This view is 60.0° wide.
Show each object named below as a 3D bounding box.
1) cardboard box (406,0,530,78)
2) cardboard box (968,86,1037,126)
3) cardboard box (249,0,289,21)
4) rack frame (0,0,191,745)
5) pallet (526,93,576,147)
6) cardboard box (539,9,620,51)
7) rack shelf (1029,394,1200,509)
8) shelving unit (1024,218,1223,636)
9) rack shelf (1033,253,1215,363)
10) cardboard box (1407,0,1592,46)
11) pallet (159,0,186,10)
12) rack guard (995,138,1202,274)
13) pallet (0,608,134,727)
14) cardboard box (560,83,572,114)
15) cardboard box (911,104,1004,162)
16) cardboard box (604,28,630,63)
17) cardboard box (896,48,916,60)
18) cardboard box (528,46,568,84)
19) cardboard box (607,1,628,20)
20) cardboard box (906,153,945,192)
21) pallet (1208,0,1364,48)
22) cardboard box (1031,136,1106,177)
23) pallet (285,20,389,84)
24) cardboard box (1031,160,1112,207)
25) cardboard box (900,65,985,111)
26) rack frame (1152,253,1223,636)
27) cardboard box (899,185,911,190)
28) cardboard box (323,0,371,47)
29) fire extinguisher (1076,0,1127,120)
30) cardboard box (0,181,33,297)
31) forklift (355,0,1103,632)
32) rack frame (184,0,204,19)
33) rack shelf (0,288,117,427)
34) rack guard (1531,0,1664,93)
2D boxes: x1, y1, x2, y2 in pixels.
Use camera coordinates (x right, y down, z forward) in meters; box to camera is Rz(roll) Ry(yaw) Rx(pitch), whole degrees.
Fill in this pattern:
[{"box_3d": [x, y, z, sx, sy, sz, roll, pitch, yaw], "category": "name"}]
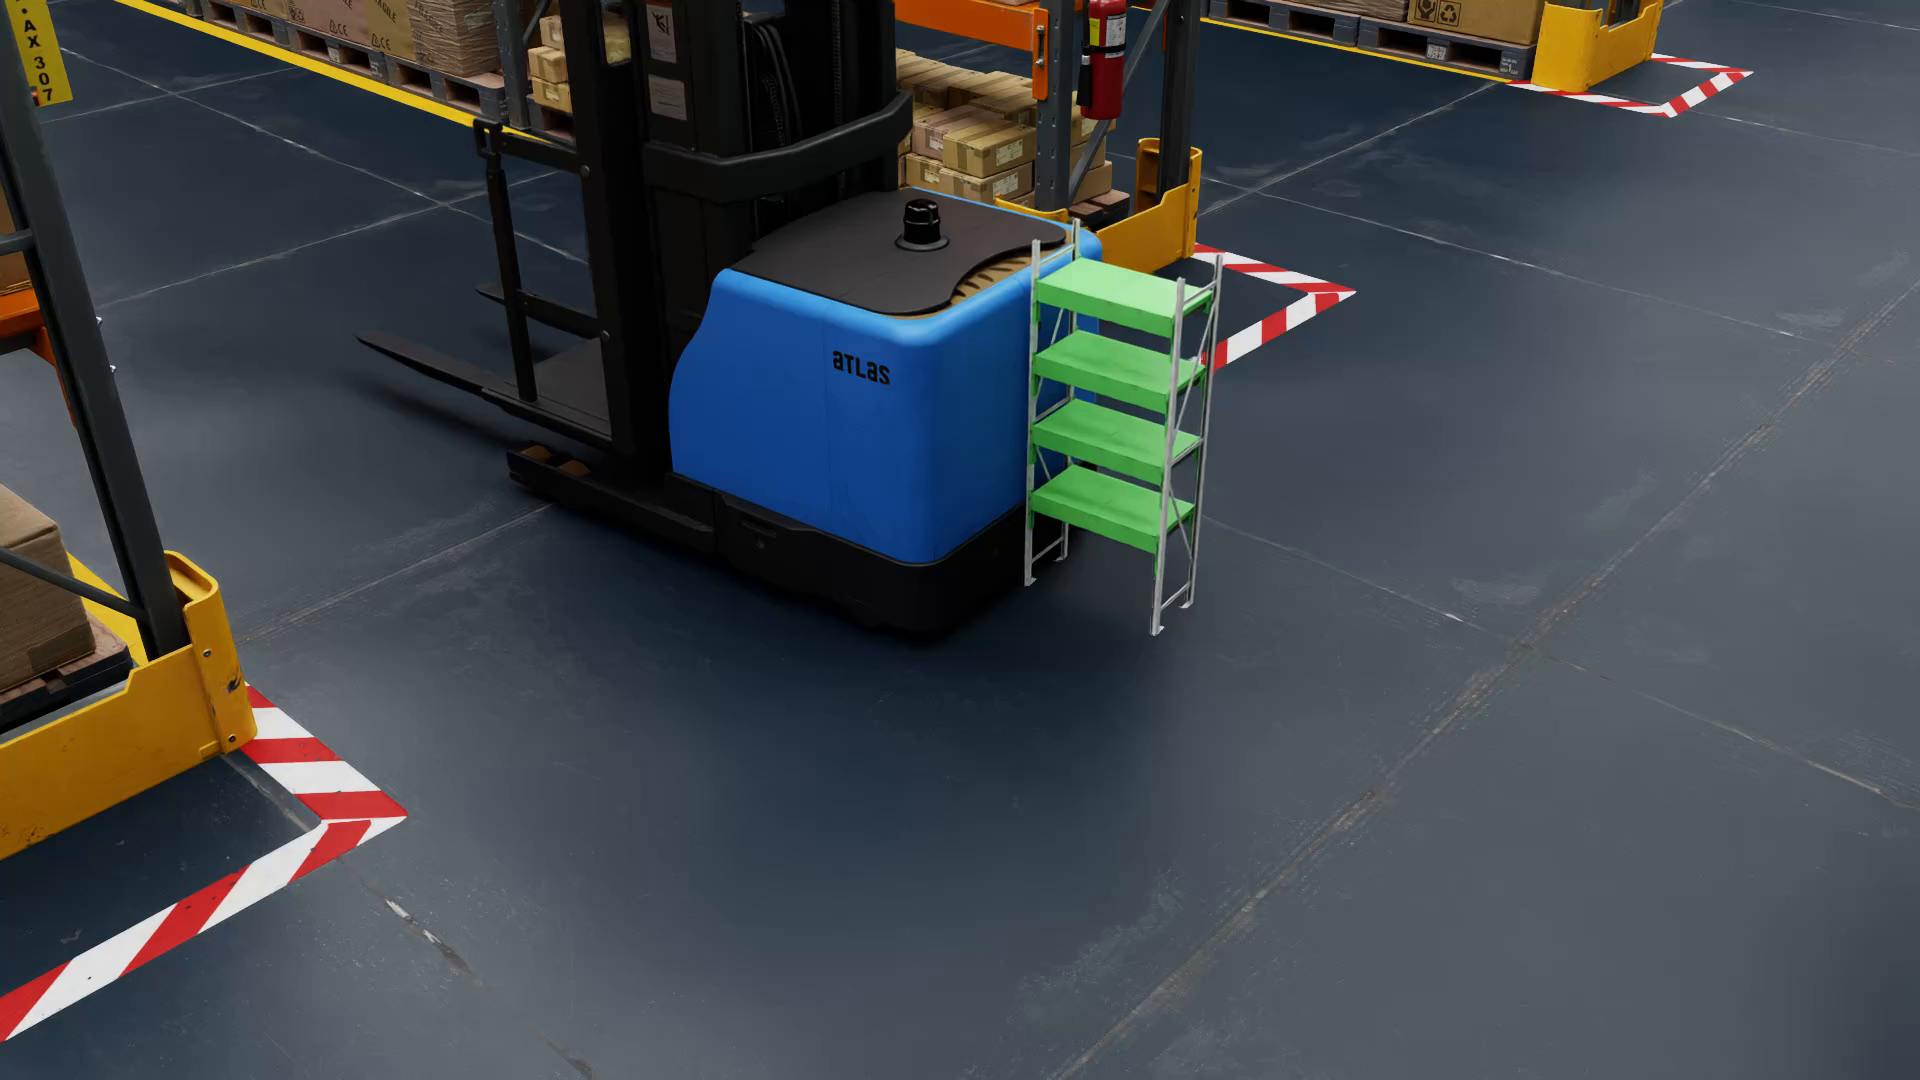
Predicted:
[{"box_3d": [-2.983, -3.147, 10.086, 0.500, 0.500, 0.500, 24, 39, 34], "category": "cardboard box"}, {"box_3d": [0.255, -2.068, 8.057, 0.250, 0.149, 0.380, 26, 40, 36], "category": "cardboard box"}, {"box_3d": [-4.502, -3.857, 11.264, 0.500, 0.500, 0.500, 26, 39, 36], "category": "cardboard box"}, {"box_3d": [-2.546, -0.566, 3.782, 0.127, 3.000, 1.000, 25, 39, 35], "category": "rack frame"}, {"box_3d": [-1.743, -2.465, 9.639, 1.213, 0.211, 1.003, 25, 39, 35], "category": "pallet"}, {"box_3d": [-2.148, -2.893, 9.428, 0.250, 0.149, 0.380, 27, 40, 37], "category": "cardboard box"}, {"box_3d": [0.485, -0.281, 5.178, 0.480, 0.148, 0.258, 21, 37, 30], "category": "rack shelf"}, {"box_3d": [0.485, -0.336, 5.145, 0.503, 1.200, 0.258, 21, 37, 30], "category": "shelving unit"}, {"box_3d": [0.485, -0.693, 4.930, 0.480, 0.148, 0.258, 21, 37, 30], "category": "rack shelf"}, {"box_3d": [3.576, -3.816, 10.834, 0.875, 0.875, 0.875, 25, 39, 35], "category": "cardboard box"}, {"box_3d": [-5.764, -4.370, 12.804, 1.213, 0.211, 1.003, 25, 39, 35], "category": "pallet"}, {"box_3d": [0.645, -1.449, 7.673, 0.348, 0.500, 1.175, 25, 39, 35], "category": "rack guard"}, {"box_3d": [-3.191, 0.382, 4.911, 1.213, 0.211, 1.003, 25, 39, 35], "category": "pallet"}, {"box_3d": [-2.013, -2.496, 9.344, 0.250, 0.149, 0.380, 26, 40, 36], "category": "cardboard box"}, {"box_3d": [-0.009, -1.902, 7.782, 0.250, 0.149, 0.380, 26, 40, 36], "category": "cardboard box"}, {"box_3d": [-1.763, -2.706, 9.118, 0.250, 0.149, 0.380, 24, 39, 34], "category": "cardboard box"}, {"box_3d": [-0.449, -2.466, 8.719, 0.250, 0.149, 0.380, 26, 39, 36], "category": "cardboard box"}, {"box_3d": [-2.211, -2.716, 9.422, 0.250, 0.149, 0.380, 27, 40, 37], "category": "cardboard box"}, {"box_3d": [-1.826, -3.068, 9.718, 0.250, 0.149, 0.380, 26, 40, 36], "category": "cardboard box"}, {"box_3d": [-0.040, -1.764, 7.841, 0.250, 0.149, 0.380, 24, 38, 34], "category": "cardboard box"}, {"box_3d": [2.558, -3.830, 11.907, 1.213, 0.211, 1.003, 25, 39, 35], "category": "pallet"}, {"box_3d": [0.485, -1.859, 7.999, 0.250, 0.149, 0.380, 27, 40, 37], "category": "cardboard box"}, {"box_3d": [-3.752, -3.375, 11.151, 1.213, 0.211, 1.003, 25, 39, 35], "category": "pallet"}, {"box_3d": [0.527, -1.756, 8.116, 0.250, 0.149, 0.380, 26, 40, 36], "category": "cardboard box"}, {"box_3d": [-0.085, -2.258, 8.373, 0.250, 0.149, 0.380, 23, 38, 33], "category": "cardboard box"}, {"box_3d": [0.682, -0.262, 5.021, 0.015, 1.200, 0.240, 21, 37, 30], "category": "rack frame"}, {"box_3d": [-0.088, -1.605, 7.865, 0.250, 0.149, 0.380, 26, 40, 36], "category": "cardboard box"}, {"box_3d": [-3.740, -3.504, 10.678, 0.500, 0.500, 0.500, 24, 39, 34], "category": "cardboard box"}, {"box_3d": [0.578, -2.037, 6.662, 0.183, 0.674, 0.296, 25, 39, 35], "category": "fire extinguisher"}, {"box_3d": [-2.709, -0.885, 4.214, 0.500, 0.500, 0.500, 25, 39, 35], "category": "cardboard box"}, {"box_3d": [-1.017, -1.568, 5.513, 3.031, 2.935, 1.130, 21, 37, 30], "category": "forklift"}, {"box_3d": [-5.231, -5.263, 11.583, 0.127, 3.000, 1.000, 25, 39, 35], "category": "rack frame"}, {"box_3d": [-4.029, -0.950, 5.117, 4.000, 0.370, 1.077, 25, 39, 35], "category": "rack shelf"}, {"box_3d": [4.122, -3.276, 10.708, 0.348, 0.500, 1.175, 25, 39, 35], "category": "rack guard"}]
